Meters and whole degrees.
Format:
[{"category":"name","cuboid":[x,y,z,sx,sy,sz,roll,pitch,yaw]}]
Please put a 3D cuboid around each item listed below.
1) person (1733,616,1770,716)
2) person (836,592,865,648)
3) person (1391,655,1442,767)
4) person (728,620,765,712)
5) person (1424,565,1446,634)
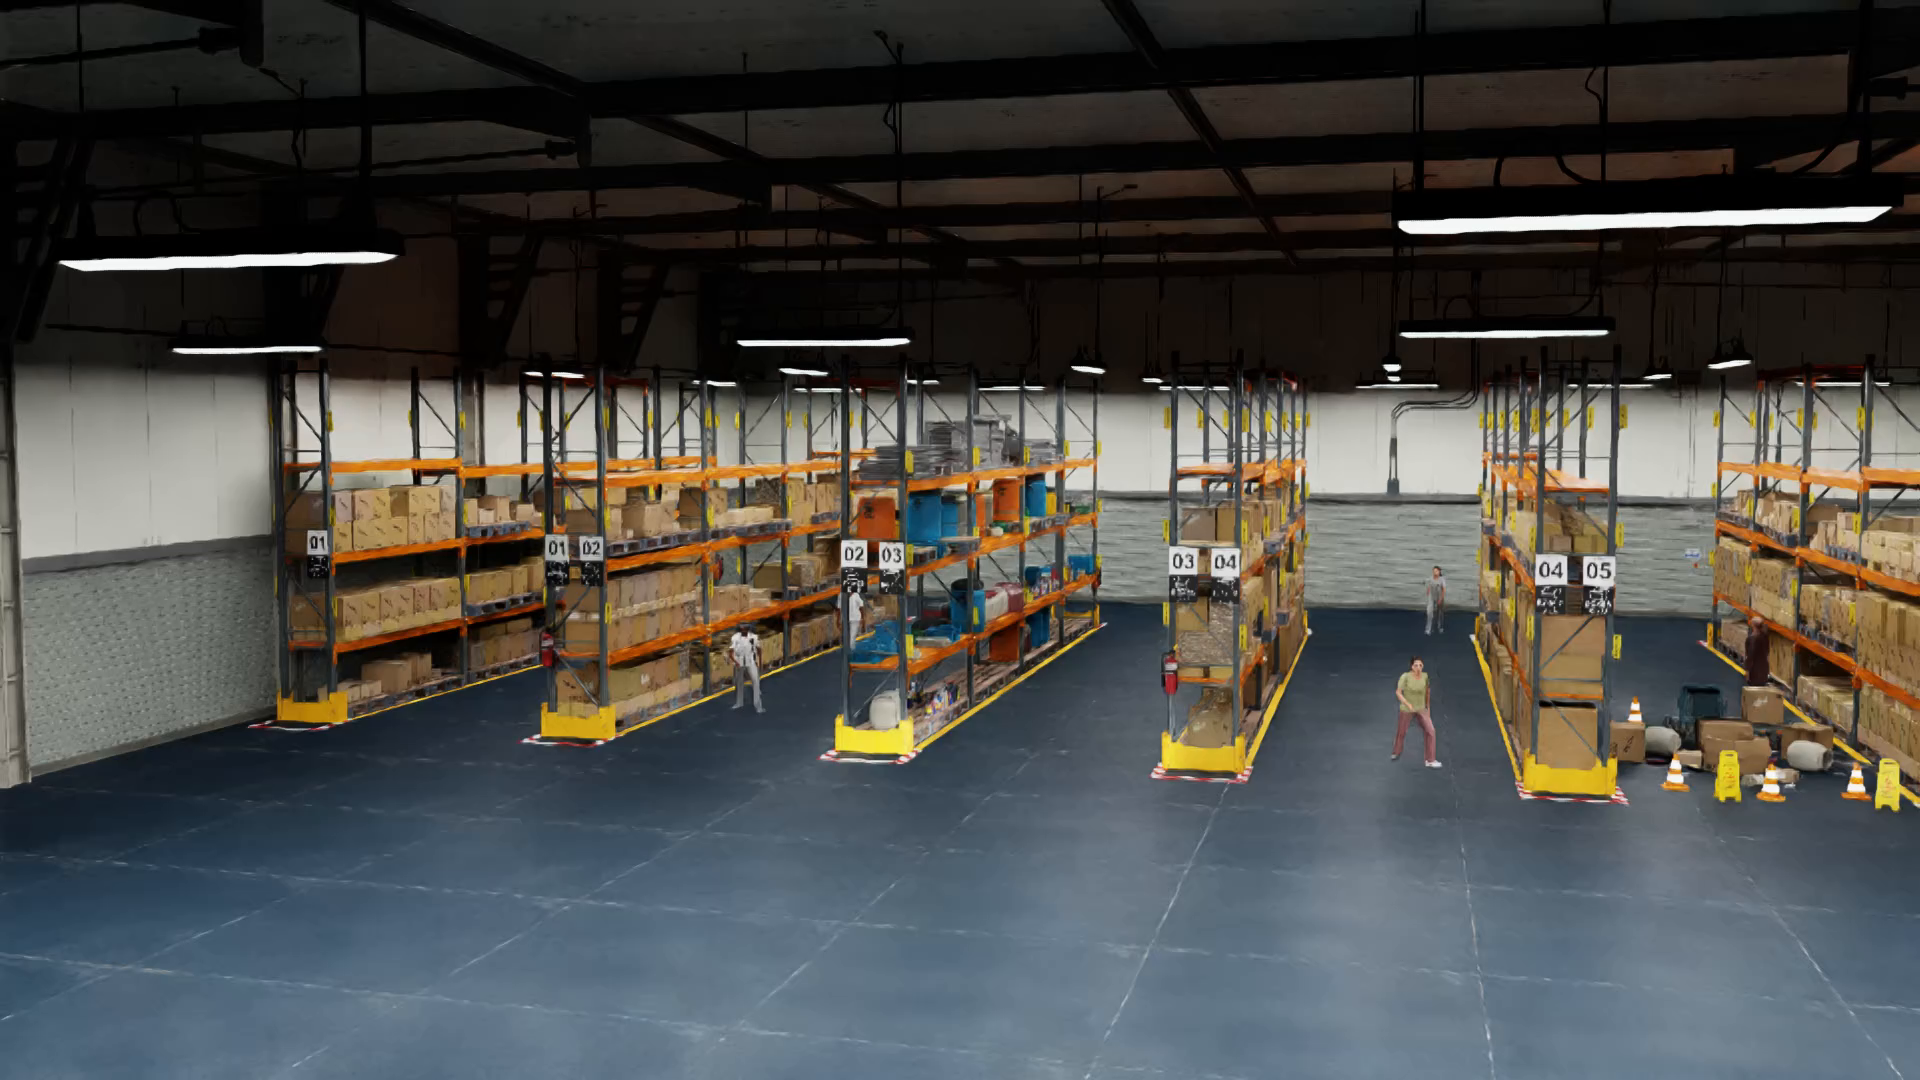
[{"category":"person","cuboid":[13.084,2.126,27.411,0.648,1.773,0.692,3,5,40]},{"category":"person","cuboid":[-2.293,1.617,34.742,0.579,1.634,0.929,1,4,17]},{"category":"person","cuboid":[6.599,2.452,24.168,0.611,1.603,0.817,0,4,-2]},{"category":"person","cuboid":[-3.654,2.138,28.561,0.626,1.610,0.800,0,4,-4]},{"category":"person","cuboid":[11.140,1.390,38.877,0.445,1.603,1.019,2,5,25]}]
